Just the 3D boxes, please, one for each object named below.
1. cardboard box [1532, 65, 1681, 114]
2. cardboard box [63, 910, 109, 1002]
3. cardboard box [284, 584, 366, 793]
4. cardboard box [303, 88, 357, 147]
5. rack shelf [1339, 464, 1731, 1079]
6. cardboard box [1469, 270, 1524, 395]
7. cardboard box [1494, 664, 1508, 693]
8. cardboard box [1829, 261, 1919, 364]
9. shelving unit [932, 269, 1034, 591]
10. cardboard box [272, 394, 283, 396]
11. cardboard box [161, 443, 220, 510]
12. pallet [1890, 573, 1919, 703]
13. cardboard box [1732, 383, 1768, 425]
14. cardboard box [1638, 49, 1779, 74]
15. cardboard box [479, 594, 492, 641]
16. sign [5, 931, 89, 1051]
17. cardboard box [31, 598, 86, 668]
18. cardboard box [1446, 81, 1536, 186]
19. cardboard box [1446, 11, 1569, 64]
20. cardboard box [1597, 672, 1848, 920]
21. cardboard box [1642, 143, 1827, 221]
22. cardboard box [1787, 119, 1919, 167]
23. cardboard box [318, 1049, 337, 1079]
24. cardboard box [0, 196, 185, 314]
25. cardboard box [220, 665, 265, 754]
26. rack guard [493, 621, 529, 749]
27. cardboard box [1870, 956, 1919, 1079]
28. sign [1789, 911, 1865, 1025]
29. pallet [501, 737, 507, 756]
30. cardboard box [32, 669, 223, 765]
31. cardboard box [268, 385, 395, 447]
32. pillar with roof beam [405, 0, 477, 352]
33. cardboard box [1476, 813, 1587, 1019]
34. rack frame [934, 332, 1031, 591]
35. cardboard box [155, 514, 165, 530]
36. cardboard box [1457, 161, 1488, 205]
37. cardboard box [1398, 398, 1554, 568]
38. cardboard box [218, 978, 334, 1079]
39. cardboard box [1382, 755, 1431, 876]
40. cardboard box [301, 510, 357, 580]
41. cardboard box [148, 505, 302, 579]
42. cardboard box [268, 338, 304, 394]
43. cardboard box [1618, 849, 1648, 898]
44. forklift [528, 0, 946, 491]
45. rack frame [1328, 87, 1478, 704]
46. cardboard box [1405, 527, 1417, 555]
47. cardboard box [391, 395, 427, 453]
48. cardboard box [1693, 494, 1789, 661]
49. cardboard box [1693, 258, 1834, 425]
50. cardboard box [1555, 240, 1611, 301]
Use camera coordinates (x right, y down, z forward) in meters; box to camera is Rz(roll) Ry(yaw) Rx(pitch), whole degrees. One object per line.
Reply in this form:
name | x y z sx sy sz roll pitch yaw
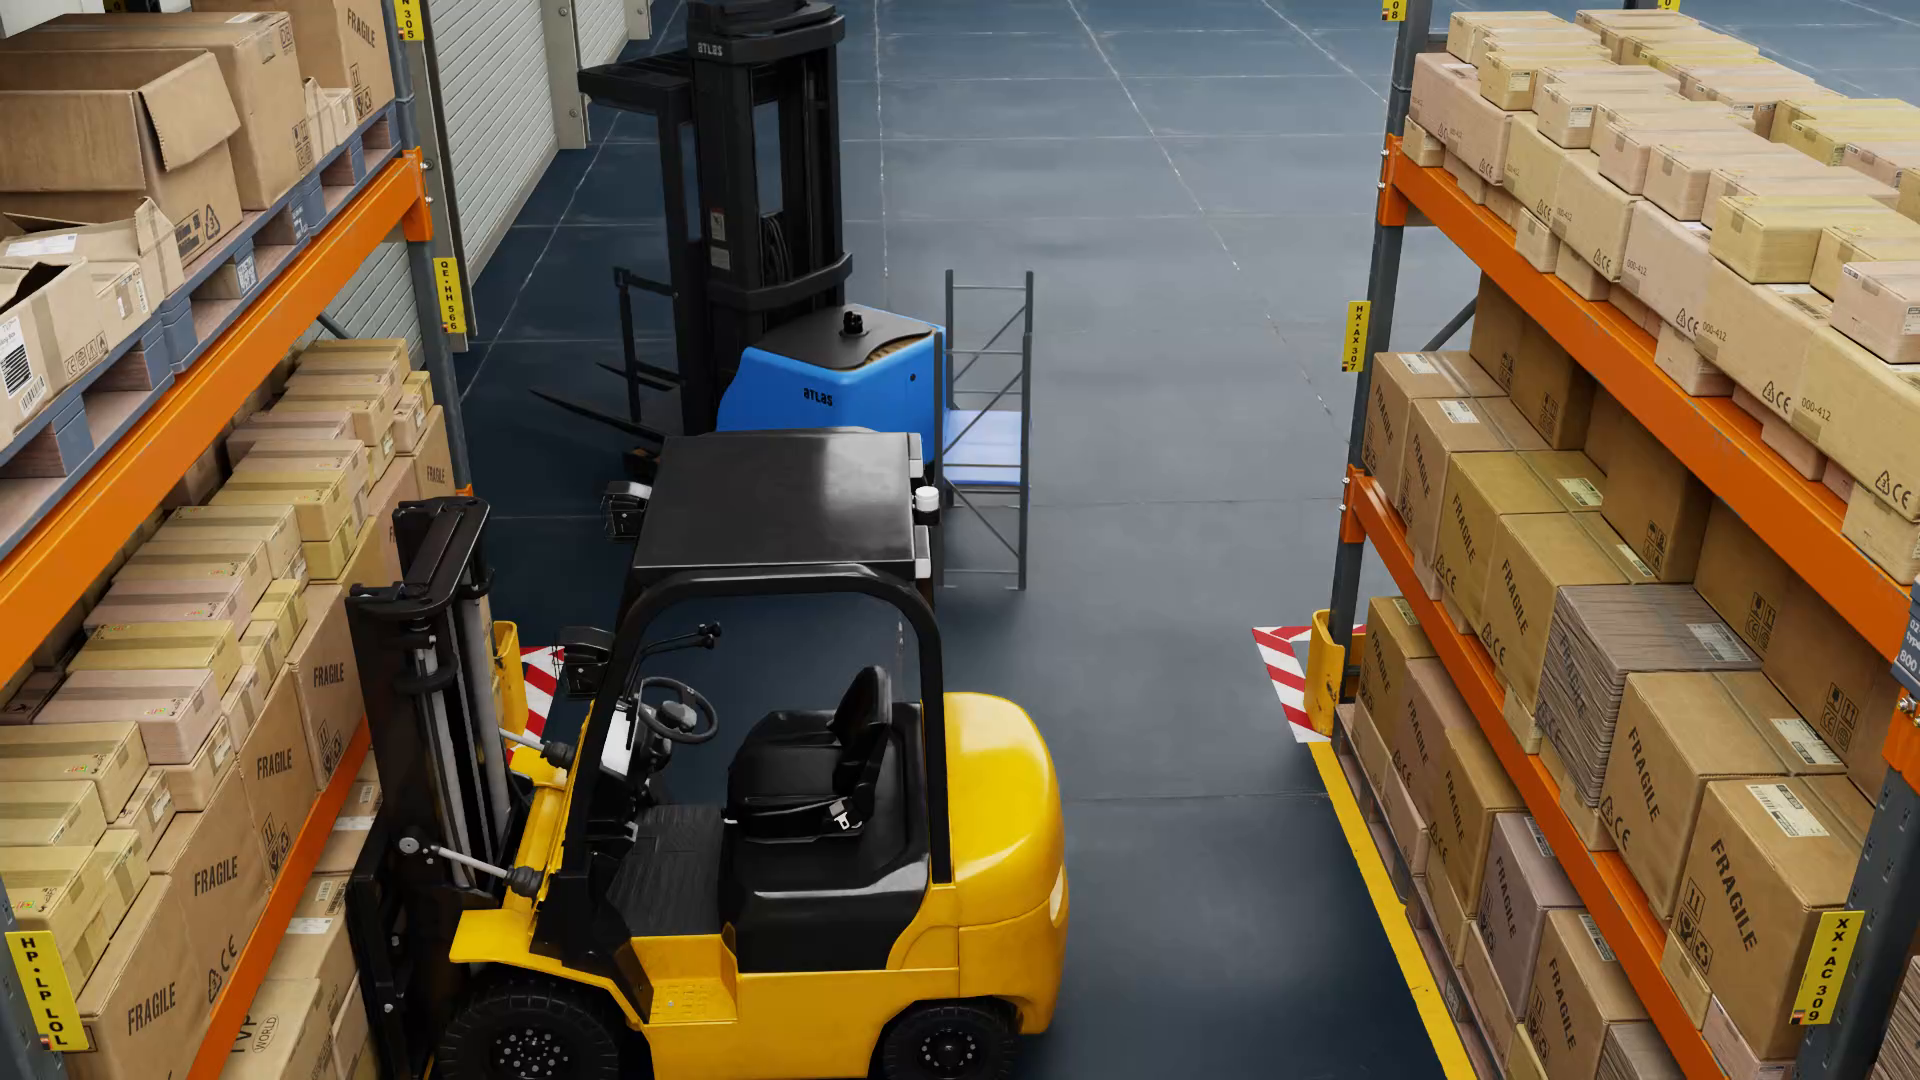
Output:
cardboard box | 2.120 -1.459 5.469 0.380 0.149 0.250 -2 28 -3
cardboard box | -2.224 0.965 3.847 0.380 0.149 0.250 -2 28 -3
cardboard box | -2.309 0.488 5.463 0.500 0.500 0.500 -1 28 -2
cardboard box | -2.333 -1.471 5.792 0.380 0.149 0.250 -2 28 -4
rack shelf | 2.382 0.724 5.896 1.077 0.370 4.000 -1 28 -3
cardboard box | 2.522 -0.907 6.735 0.700 0.500 0.500 -2 28 -4
cardboard box | 2.121 0.475 5.866 0.380 0.149 0.250 -2 28 -4
cardboard box | 2.162 -0.503 3.636 0.380 0.149 0.250 -2 28 -4
shelving unit | 0.142 -0.629 9.334 0.538 1.500 1.048 1 28 3
cardboard box | -2.921 -0.566 6.782 0.380 0.149 0.250 -2 28 -4
cardboard box | -2.830 -0.222 5.800 0.380 0.149 0.250 -1 28 -1
pallet | 2.412 0.370 2.757 1.213 0.211 1.003 -1 28 -3
cardboard box | 2.237 -0.383 4.268 0.380 0.149 0.250 -2 28 -4
cardboard box | 2.559 -1.586 5.713 0.380 0.149 0.250 -1 28 -2
cardboard box | -2.344 0.398 7.182 0.500 0.250 0.500 0 28 -1
sign | -1.929 0.954 3.510 0.100 0.325 0.005 -1 28 -3
cardboard box | -2.823 0.254 4.888 0.380 0.149 0.250 -2 28 -3
cardboard box | 2.054 -1.442 5.869 0.500 0.250 0.500 -2 28 -3
cardboard box | 2.092 -1.922 6.357 0.380 0.149 0.250 -2 28 -3
cardboard box | 2.181 0.716 4.704 0.500 0.500 0.500 0 28 -1
cardboard box | 2.117 -0.982 4.555 0.380 0.149 0.250 -1 28 -2
cardboard box | 2.632 -1.113 4.806 0.380 0.149 0.250 -1 28 -2
cardboard box | -2.216 1.798 5.037 0.500 0.250 0.500 -2 28 -3
cardboard box | -2.245 -0.743 4.271 0.396 0.266 0.258 -2 28 -4
cardboard box | -2.232 0.489 4.760 0.380 0.149 0.250 -2 28 -3
rack guard | -2.680 0.700 7.867 1.175 0.500 0.348 -1 28 -3
cardboard box | 2.224 1.190 3.341 0.500 0.500 0.500 -1 28 -1
sign | 1.945 0.961 3.727 0.100 0.325 0.005 -1 28 -3
pallet | -2.597 1.191 7.237 1.003 0.211 1.213 -1 28 -3
cardboard box | -2.228 0.475 4.465 0.380 0.149 0.250 -1 28 -1
cardboard box | -2.365 -0.467 6.271 0.380 0.149 0.250 -1 28 -1
pillar with roof beam | 0.443 -5.588 10.734 9.100 9.000 0.400 -1 28 -3
cardboard box | 2.131 1.292 5.738 0.500 0.500 0.500 0 28 0
rack frame | 0.115 -0.394 8.884 0.500 1.500 0.032 1 28 3
cardboard box | -2.924 0.030 5.640 0.380 0.149 0.250 0 28 -1
cardboard box | 2.053 -1.334 6.092 0.380 0.149 0.250 -1 28 -1
cardboard box | 2.055 -0.230 6.518 0.500 0.500 0.500 -1 28 -1
cardboard box | -2.199 1.573 4.929 0.500 0.250 0.500 -1 28 -3
cardboard box | 2.063 1.129 6.860 0.500 0.250 0.500 0 28 -1
cardboard box | -2.290 0.016 5.666 0.380 0.149 0.250 -1 28 -2
cardboard box | -2.364 0.008 5.360 0.380 0.149 0.250 -1 28 -2
cardboard box | -2.875 -0.701 6.718 0.380 0.149 0.250 -2 28 -4
cardboard box | 2.211 0.946 4.964 0.380 0.149 0.250 -2 28 -3
forklift | -1.512 -1.830 10.088 3.031 2.935 1.130 19 33 32
rack frame | 2.278 -0.519 7.501 1.000 3.000 0.127 -1 28 -3
cardboard box | 2.049 -0.005 6.787 0.380 0.149 0.250 -2 28 -4
cardboard box | -2.338 -0.458 6.575 0.380 0.149 0.250 -1 28 -2
cardboard box | 2.676 0.032 4.934 0.700 0.500 0.500 -2 28 -4
cardboard box | 2.167 -0.497 4.057 0.500 0.250 0.500 -2 28 -3
cardboard box | 2.096 -0.859 5.181 0.380 0.149 0.250 -2 28 -4
